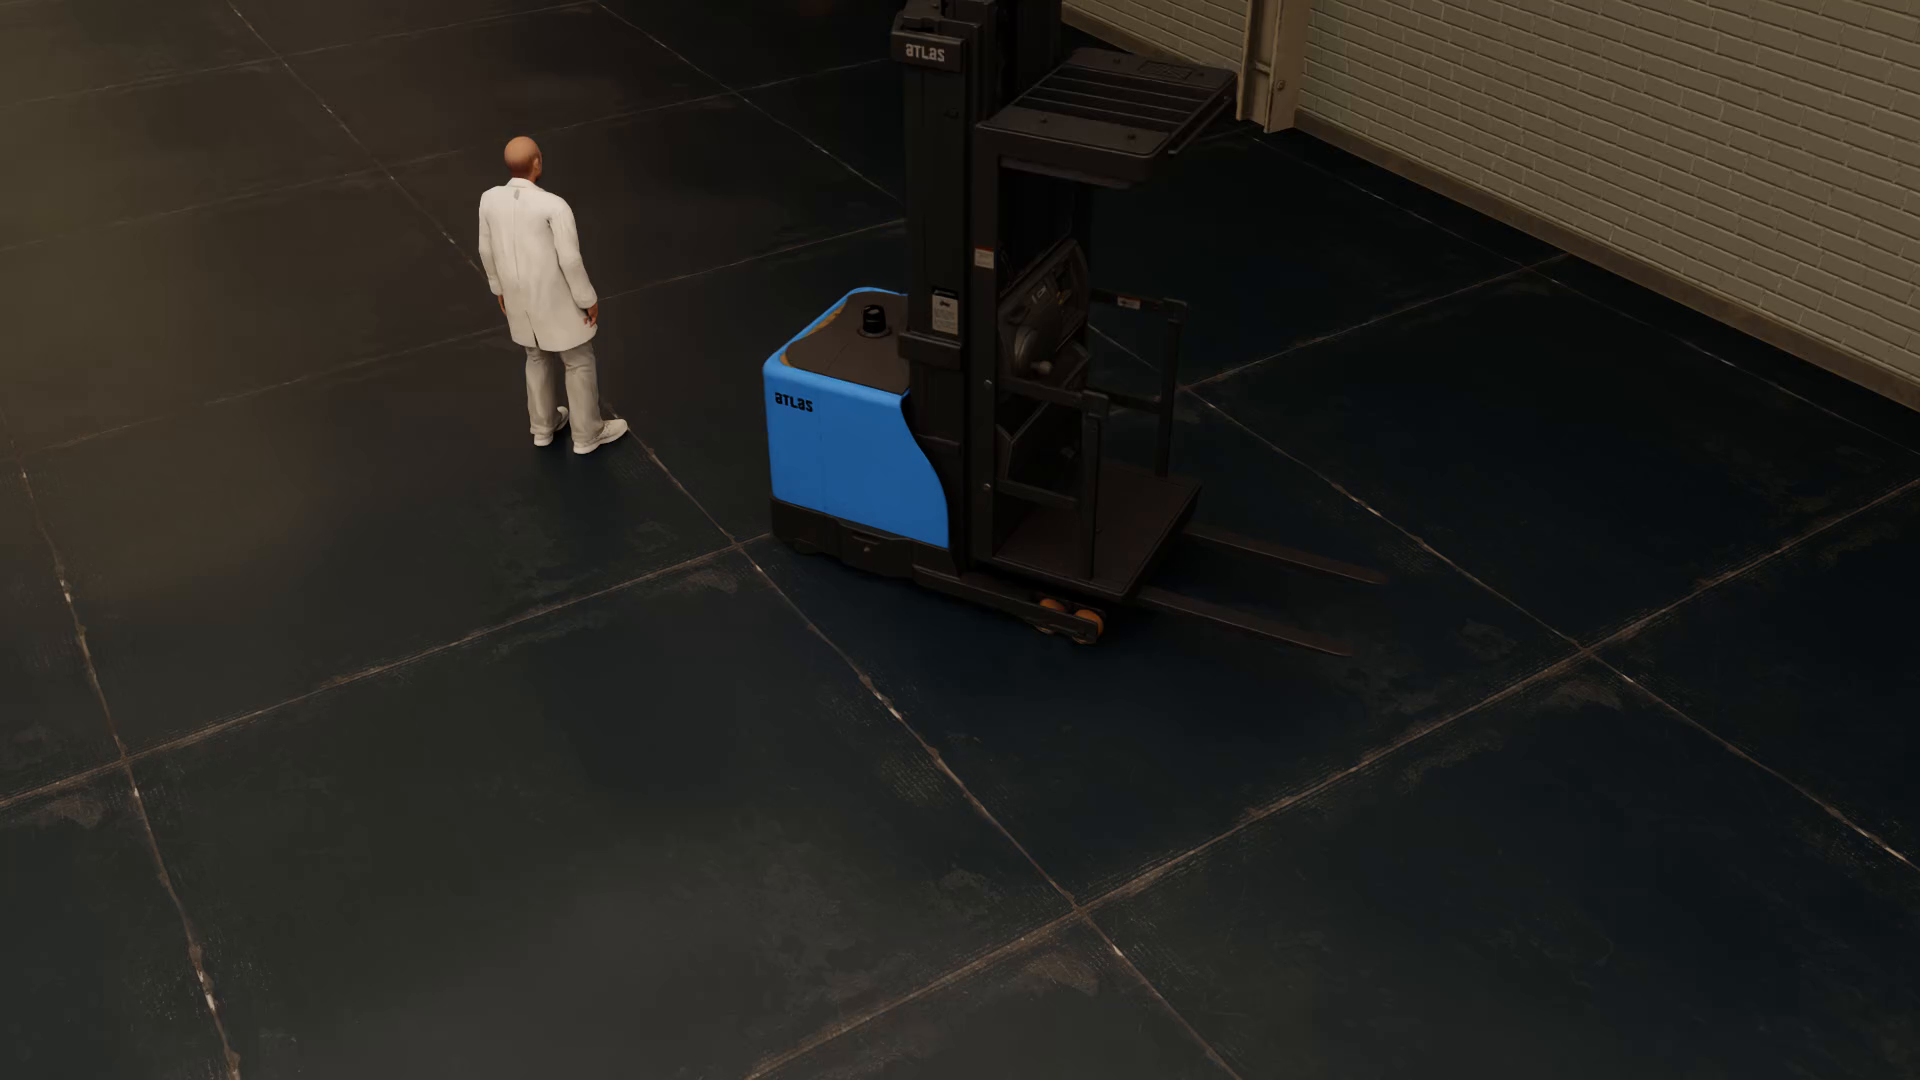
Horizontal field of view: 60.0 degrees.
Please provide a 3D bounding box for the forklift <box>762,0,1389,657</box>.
[{"bbox_3d":[0.574,-1.048,7.639,3.031,2.935,1.130,16,38,21],"label":"forklift"}]

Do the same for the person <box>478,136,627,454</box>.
[{"bbox_3d":[-2.258,-1.316,9.028,0.646,1.772,0.430,12,37,16],"label":"person"}]
